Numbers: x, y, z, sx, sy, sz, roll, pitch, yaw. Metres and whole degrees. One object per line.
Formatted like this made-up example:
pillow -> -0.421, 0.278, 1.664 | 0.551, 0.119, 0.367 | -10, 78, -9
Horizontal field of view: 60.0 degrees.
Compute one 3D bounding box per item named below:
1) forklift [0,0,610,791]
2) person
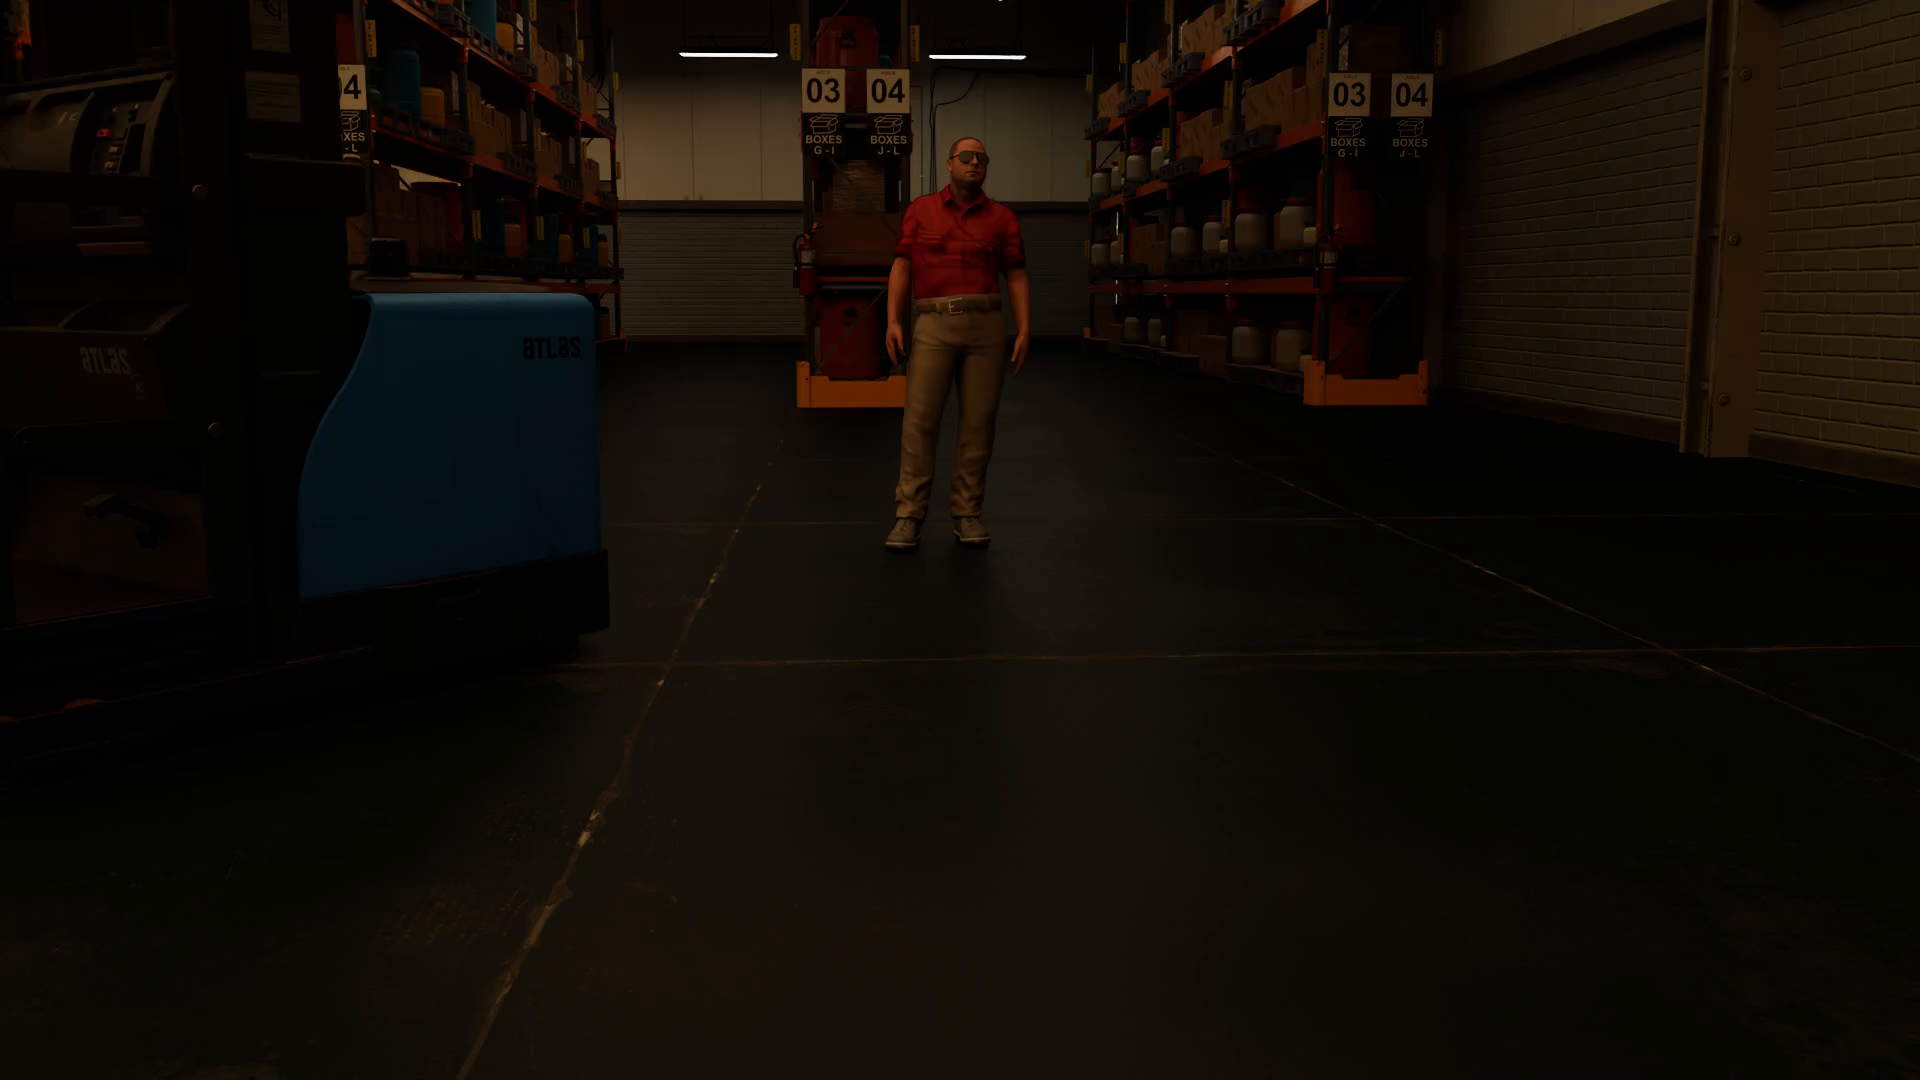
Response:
forklift -> -2.334, -0.983, 3.950 | 1.130, 2.935, 3.031 | 6, 10, 35
person -> -0.007, -0.849, 7.093 | 0.640, 1.727, 0.551 | -1, 8, -4
